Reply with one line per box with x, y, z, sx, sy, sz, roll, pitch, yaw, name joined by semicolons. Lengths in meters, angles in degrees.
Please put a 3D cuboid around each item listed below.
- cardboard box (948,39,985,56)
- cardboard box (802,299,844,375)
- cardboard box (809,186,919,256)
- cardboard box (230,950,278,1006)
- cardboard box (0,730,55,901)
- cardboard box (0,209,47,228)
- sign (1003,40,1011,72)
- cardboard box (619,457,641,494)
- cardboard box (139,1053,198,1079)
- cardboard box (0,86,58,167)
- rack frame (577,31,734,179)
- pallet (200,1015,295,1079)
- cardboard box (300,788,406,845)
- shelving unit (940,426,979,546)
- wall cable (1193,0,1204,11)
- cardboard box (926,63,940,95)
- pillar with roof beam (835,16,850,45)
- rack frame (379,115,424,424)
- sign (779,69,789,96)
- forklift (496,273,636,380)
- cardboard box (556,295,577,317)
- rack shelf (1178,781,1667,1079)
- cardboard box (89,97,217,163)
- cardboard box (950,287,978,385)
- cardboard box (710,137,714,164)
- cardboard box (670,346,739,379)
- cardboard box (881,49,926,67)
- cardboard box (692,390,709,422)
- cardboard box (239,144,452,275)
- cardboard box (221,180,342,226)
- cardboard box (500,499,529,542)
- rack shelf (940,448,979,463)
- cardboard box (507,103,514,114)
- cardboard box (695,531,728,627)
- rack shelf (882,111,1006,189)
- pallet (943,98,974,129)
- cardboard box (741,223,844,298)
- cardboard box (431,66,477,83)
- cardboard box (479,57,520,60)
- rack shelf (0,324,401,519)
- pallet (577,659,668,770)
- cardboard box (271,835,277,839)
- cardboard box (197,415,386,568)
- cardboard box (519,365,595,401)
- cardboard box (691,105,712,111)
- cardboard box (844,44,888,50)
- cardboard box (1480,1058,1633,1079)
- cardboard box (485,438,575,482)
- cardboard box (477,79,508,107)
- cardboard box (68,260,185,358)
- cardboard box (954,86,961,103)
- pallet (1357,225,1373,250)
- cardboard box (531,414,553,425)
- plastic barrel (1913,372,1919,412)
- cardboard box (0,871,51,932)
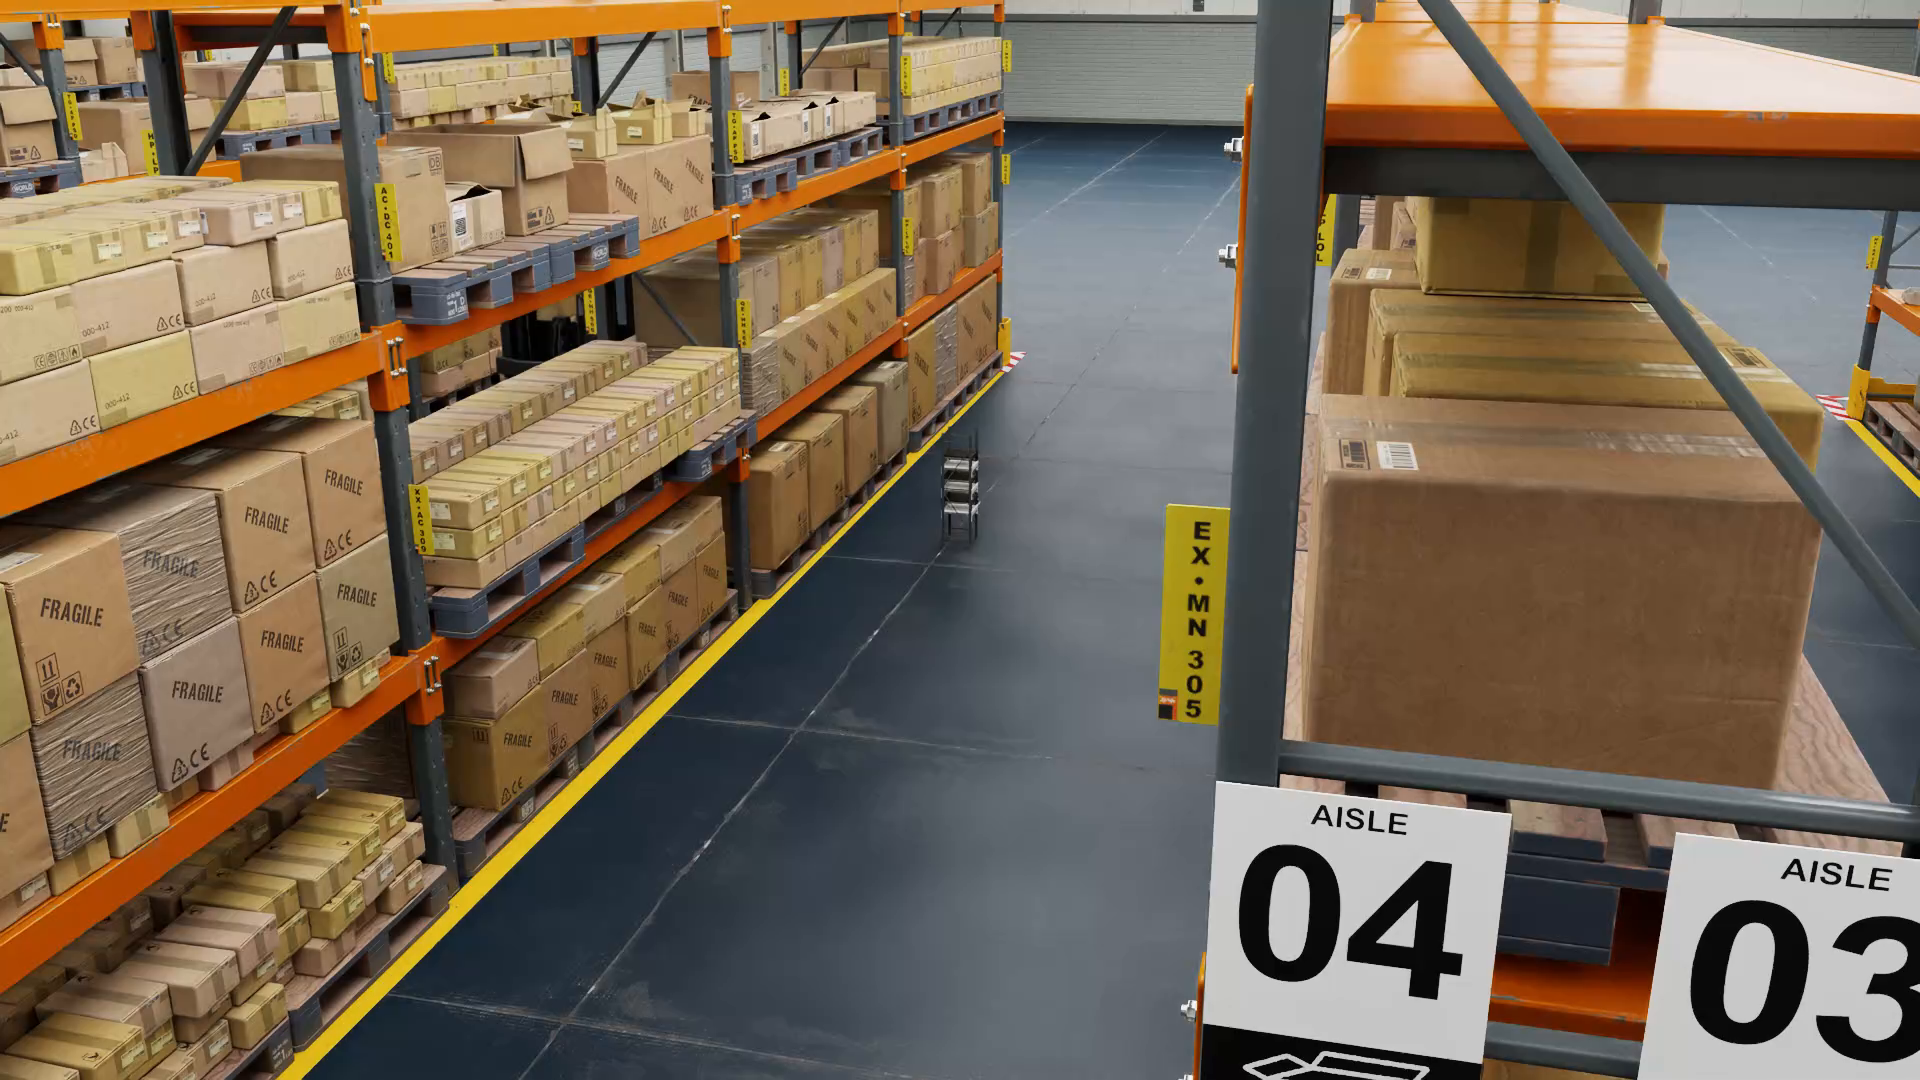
0.041;-5.033;16.993;0.380;0.149;0.250;5;19;14;cardboard box
-1.233;-1.614;13.119;0.500;0.500;0.500;4;19;13;cardboard box
-0.872;-2.923;15.201;0.875;0.550;0.550;5;19;13;cardboard box
-3.021;1.736;6.764;0.380;0.149;0.250;5;20;15;cardboard box
-3.312;0.904;5.285;0.500;0.500;0.500;5;19;14;cardboard box
-3.513;-1.096;5.956;0.380;0.149;0.250;4;19;12;cardboard box
0.504;-5.235;17.987;0.100;0.325;0.005;5;19;13;sign
-2.030;-0.376;9.386;0.380;0.149;0.250;4;19;11;cardboard box
-3.124;2.059;6.280;0.380;0.149;0.250;5;19;13;cardboard box
-6.744;-2.870;11.500;0.797;0.503;0.637;3;19;10;cardboard box
-1.973;-3.813;10.429;1.000;3.000;0.127;5;19;13;rack frame
-3.376;2.196;6.432;1.003;0.211;1.213;5;19;13;pallet
-2.785;1.281;7.638;0.380;0.149;0.250;5;20;15;cardboard box
-0.002;-0.423;13.035;0.258;0.900;0.210;5;19;13;shelving unit
7.832;-18.000;46.703;2.305;6.003;0.169;5;19;13;wall cable
-0.483;-4.253;15.324;0.500;0.250;0.500;4;19;13;cardboard box
0.803;-15.987;46.070;9.100;9.000;0.400;5;19;13;pillar with roof beam
-5.821;-2.587;16.121;1.000;3.000;0.127;5;19;13;rack frame
-1.534;-3.973;14.615;0.100;0.325;0.005;5;19;13;sign
-3.017;-1.687;13.592;1.130;2.935;3.031;5;19;14;forklift
-4.786;-2.822;19.252;0.500;0.500;0.500;5;19;14;cardboard box
1.346;0.251;4.285;1.077;0.370;4.000;5;19;13;rack shelf
-6.453;-3.282;13.355;0.797;0.503;0.637;5;19;13;cardboard box
-0.333;-2.181;17.570;0.875;0.875;0.875;4;19;13;cardboard box
-1.737;-2.613;11.140;0.380;0.149;0.250;4;19;11;cardboard box
-1.648;-1.146;10.720;0.380;0.149;0.250;4;19;11;cardboard box
-0.516;-4.319;14.902;0.380;0.149;0.250;4;19;13;cardboard box
-1.778;-0.837;10.278;0.380;0.149;0.250;5;20;15;cardboard box
-2.751;-1.496;7.482;0.700;0.500;0.500;5;19;13;cardboard box
-2.762;-1.375;6.772;0.380;0.149;0.250;4;19;11;cardboard box
-2.347;-0.110;8.146;0.380;0.149;0.250;4;19;12;cardboard box
-0.002;-0.647;12.958;0.258;0.077;0.200;5;19;13;rack shelf
-4.999;-4.608;17.787;0.380;0.149;0.250;4;19;12;cardboard box
-1.881;0.237;11.071;0.500;0.500;0.500;5;19;13;cardboard box
-0.507;-3.934;16.536;1.077;0.370;4.000;5;19;13;rack shelf
-0.486;-4.242;16.463;1.003;0.211;1.213;5;19;13;pallet
-1.359;-2.273;13.499;0.700;0.500;0.500;5;19;14;cardboard box
-5.162;-4.751;16.969;0.380;0.149;0.250;4;19;13;cardboard box
-5.174;-5.343;18.705;0.380;0.149;0.250;5;19;13;cardboard box
-3.439;-0.173;5.524;1.077;0.370;4.000;5;19;13;rack shelf
-2.466;0.971;10.017;1.003;0.211;1.213;5;19;13;pallet
-3.349;1.378;7.815;0.380;0.149;0.250;6;20;16;cardboard box
-2.803;-0.213;7.009;0.500;0.500;0.500;4;19;11;cardboard box
-2.467;-0.962;10.182;0.380;0.149;0.250;4;19;11;cardboard box
-2.009;-2.949;11.873;0.500;0.311;0.500;5;19;13;cardboard box
-0.907;-4.687;15.980;0.380;0.149;0.250;4;19;13;cardboard box
1.358;1.246;3.510;0.500;0.500;0.500;4;19;12;cardboard box
-2.218;-0.415;8.580;0.380;0.149;0.250;4;19;13;cardboard box
-5.074;-4.669;17.349;0.500;0.250;0.500;5;19;14;cardboard box
-3.078;-0.815;5.750;0.500;0.250;0.500;5;20;16;cardboard box
-0.206;-4.339;16.192;0.380;0.149;0.250;5;19;14;cardboard box
2.436;-1.324;8.075;1.003;0.211;1.213;6;20;16;pallet
-2.599;-0.655;9.744;0.380;0.149;0.250;4;19;13;cardboard box
9.482;-1.476;16.068;0.421;0.512;0.421;0;19;0;plastic barrel
-3.283;1.163;5.530;0.380;0.149;0.250;4;19;12;cardboard box
